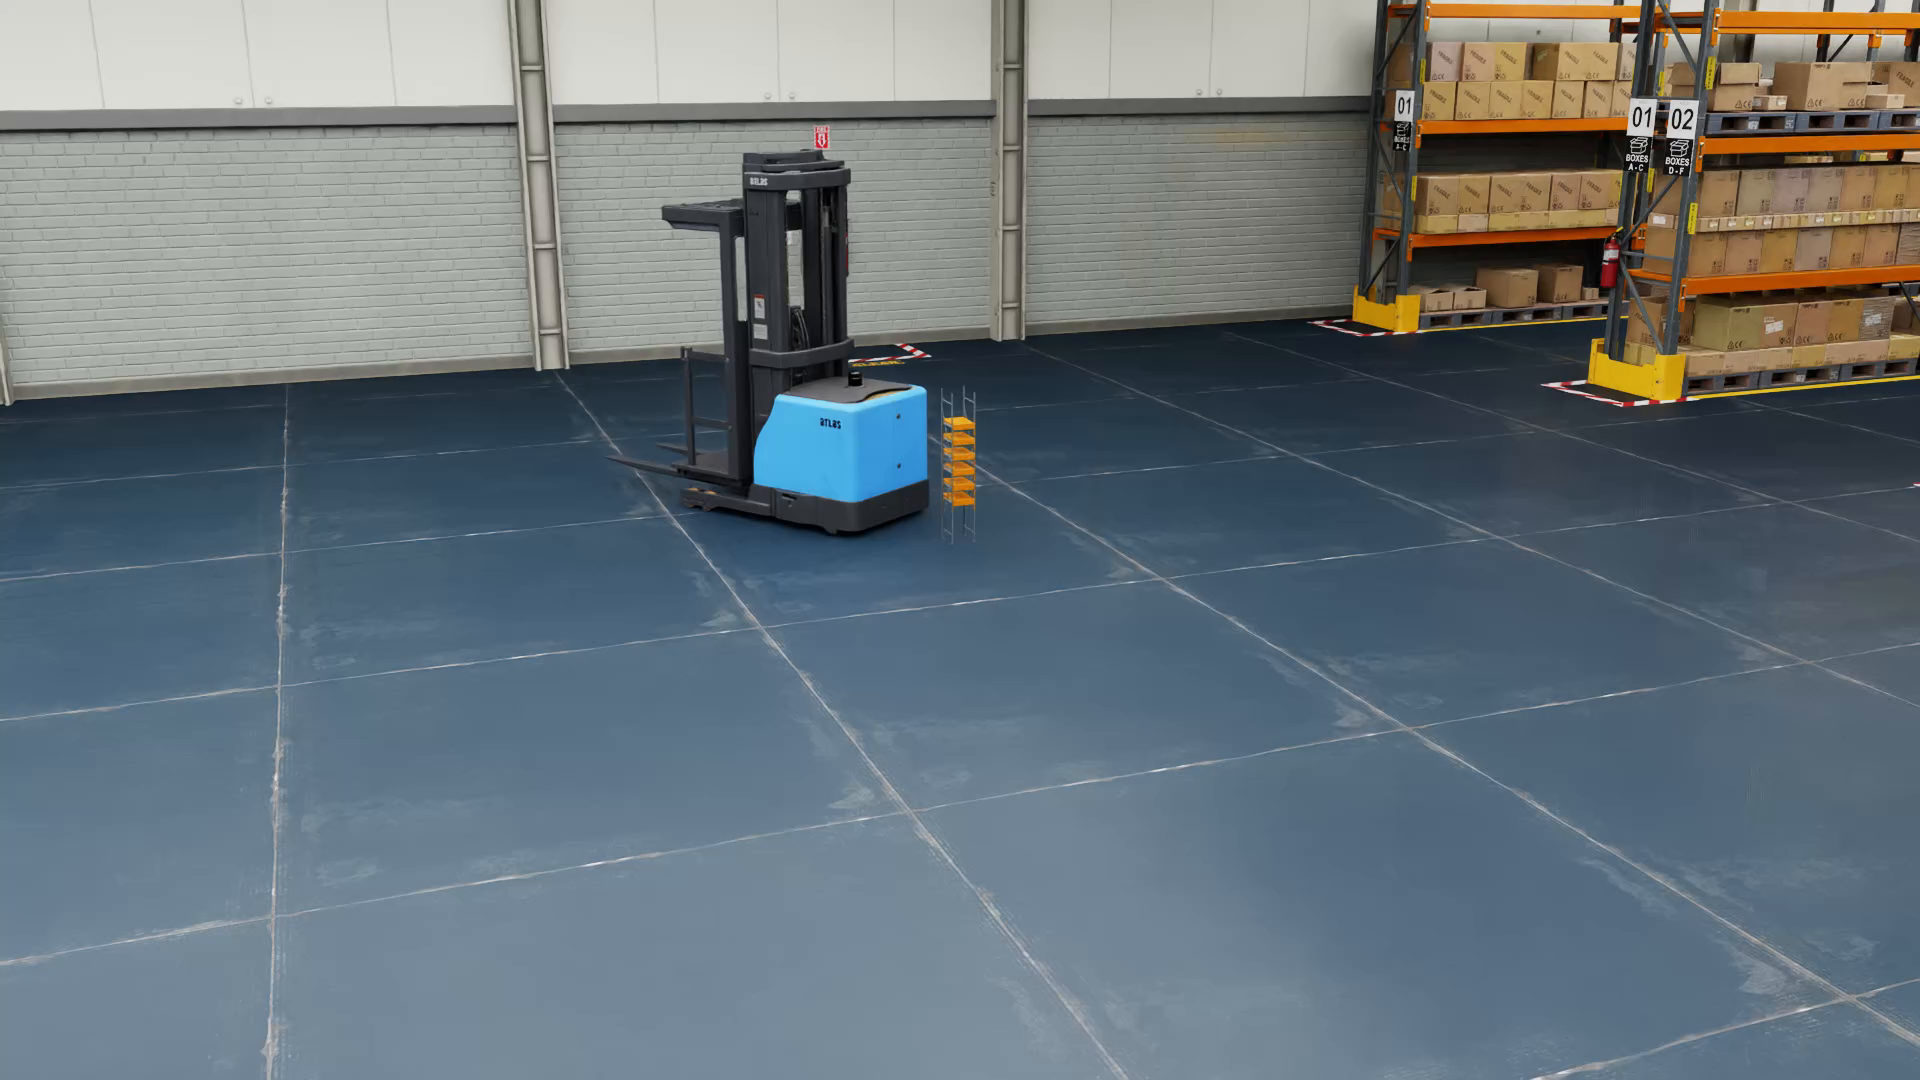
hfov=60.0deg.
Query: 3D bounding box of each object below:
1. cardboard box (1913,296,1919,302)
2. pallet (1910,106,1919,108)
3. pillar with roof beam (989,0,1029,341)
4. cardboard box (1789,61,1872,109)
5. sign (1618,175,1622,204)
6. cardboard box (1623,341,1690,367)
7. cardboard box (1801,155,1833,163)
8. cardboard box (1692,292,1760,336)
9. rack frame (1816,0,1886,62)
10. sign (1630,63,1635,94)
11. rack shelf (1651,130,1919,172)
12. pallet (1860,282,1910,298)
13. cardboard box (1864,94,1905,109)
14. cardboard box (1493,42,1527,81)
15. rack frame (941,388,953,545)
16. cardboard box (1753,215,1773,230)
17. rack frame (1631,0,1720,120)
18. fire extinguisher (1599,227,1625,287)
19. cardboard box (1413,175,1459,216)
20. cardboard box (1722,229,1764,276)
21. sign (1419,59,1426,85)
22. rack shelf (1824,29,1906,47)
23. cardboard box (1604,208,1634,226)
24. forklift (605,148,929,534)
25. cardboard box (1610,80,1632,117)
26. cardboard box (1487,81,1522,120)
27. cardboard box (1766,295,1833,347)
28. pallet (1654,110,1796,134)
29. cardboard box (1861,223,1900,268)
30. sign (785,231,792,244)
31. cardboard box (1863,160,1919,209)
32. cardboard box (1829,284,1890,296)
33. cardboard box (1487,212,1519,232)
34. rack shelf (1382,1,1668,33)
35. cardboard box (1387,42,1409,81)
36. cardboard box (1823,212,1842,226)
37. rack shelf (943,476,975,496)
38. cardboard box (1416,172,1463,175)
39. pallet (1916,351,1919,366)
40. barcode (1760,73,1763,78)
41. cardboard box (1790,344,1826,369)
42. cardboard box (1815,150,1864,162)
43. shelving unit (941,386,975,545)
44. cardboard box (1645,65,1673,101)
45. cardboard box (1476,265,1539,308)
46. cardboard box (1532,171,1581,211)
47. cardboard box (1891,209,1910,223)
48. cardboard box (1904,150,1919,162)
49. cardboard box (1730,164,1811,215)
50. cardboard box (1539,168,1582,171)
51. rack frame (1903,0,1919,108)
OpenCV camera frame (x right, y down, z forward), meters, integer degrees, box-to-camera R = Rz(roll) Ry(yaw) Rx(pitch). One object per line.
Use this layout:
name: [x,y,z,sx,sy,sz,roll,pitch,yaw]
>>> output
cardboard box: [12.163,-2.868,20.681,0.500,0.311,0.500,-6,17,-19]
pallet: [13.945,-6.680,25.534,1.003,0.211,1.213,-5,17,-18]
pillar with roof beam: [2.174,-5.885,17.168,0.400,9.000,9.100,-6,17,-20]
cardboard box: [9.821,-5.171,18.883,0.637,0.503,0.797,-4,17,-14]
sign: [7.487,-3.957,18.773,0.005,0.325,0.100,-6,17,-20]
cardboard box: [8.063,-2.157,19.255,0.500,0.250,0.500,-6,17,-20]
cardboard box: [13.051,-5.780,25.349,0.250,0.149,0.380,-9,18,-27]
cardboard box: [8.991,-2.622,19.508,0.500,0.500,0.500,-6,17,-20]
rack frame: [13.363,-8.131,24.817,0.127,3.000,1.000,-6,17,-20]
sign: [7.487,-5.113,18.433,0.005,0.325,0.100,-6,17,-20]
rack shelf: [9.536,-4.439,18.844,4.000,0.370,1.077,-6,17,-20]
pallet: [14.126,-3.974,26.258,1.213,0.211,1.003,-6,17,-20]
cardboard box: [10.375,-4.940,18.726,0.250,0.149,0.380,-6,17,-20]
cardboard box: [7.300,-6.490,22.562,0.500,0.500,0.500,-6,17,-19]
rack frame: [-0.099,-0.565,12.893,0.006,1.200,0.240,-6,17,-20]
cardboard box: [8.827,-3.562,18.577,0.250,0.149,0.380,-6,18,-21]
rack frame: [7.668,-6.022,17.633,0.127,3.000,1.000,-6,17,-20]
fire extinguisher: [7.392,-3.216,18.865,0.183,0.674,0.296,-6,17,-20]
cardboard box: [6.446,-4.713,22.722,0.500,0.500,0.500,-6,17,-20]
cardboard box: [8.598,-3.289,18.798,0.500,0.500,0.700,-6,17,-19]
sign: [6.087,-6.162,21.883,0.005,0.325,0.100,-6,17,-20]
rack shelf: [15.230,-7.796,25.661,4.000,0.370,1.077,-6,17,-20]
cardboard box: [9.294,-4.660,23.873,0.500,0.250,0.500,-6,17,-20]
forklift: [-1.745,-1.759,13.886,3.031,2.935,1.130,12,20,34]
cardboard box: [9.242,-6.230,23.453,0.500,0.500,0.500,-6,17,-19]
cardboard box: [7.292,-6.009,22.701,0.500,0.500,0.500,-5,17,-18]
cardboard box: [9.650,-2.531,19.198,0.500,0.500,0.500,-6,17,-20]
pallet: [8.338,-4.605,18.288,1.213,0.211,1.003,-6,17,-20]
cardboard box: [10.501,-3.493,19.493,0.500,0.500,0.700,-6,18,-21]
sign: [-2.241,-3.889,20.954,0.234,0.329,0.001,-6,17,-20]
cardboard box: [10.991,-4.171,19.497,0.500,0.500,0.700,-6,17,-20]
cardboard box: [10.858,-2.824,20.195,0.500,0.500,0.500,-6,17,-20]
cardboard box: [7.419,-4.455,23.177,0.500,0.250,0.500,-6,18,-21]
rack shelf: [7.760,-7.180,22.858,4.000,0.370,1.077,-6,17,-20]
cardboard box: [6.201,-6.535,22.717,0.500,0.500,0.500,-5,17,-18]
cardboard box: [9.793,-3.667,18.932,0.250,0.149,0.380,-6,17,-18]
rack shelf: [-0.014,-0.416,12.971,0.180,0.103,0.258,-6,17,-20]
cardboard box: [6.730,-4.895,23.344,0.500,0.500,0.500,-6,17,-19]
pallet: [12.078,-2.293,20.532,1.213,0.211,1.003,-6,17,-20]
barcode: [12.148,-7.042,25.226,0.075,0.075,0.001,-6,17,-20]
cardboard box: [9.650,-2.172,19.305,0.500,0.250,0.500,-6,17,-20]
cardboard box: [13.693,-5.927,25.885,0.500,0.250,0.500,-6,17,-19]
shelving unit: [-0.014,-0.574,12.924,0.189,1.200,0.258,-6,17,-20]
cardboard box: [10.167,-6.572,23.909,0.500,0.500,0.500,-4,17,-12]
cardboard box: [7.806,-3.622,23.765,0.500,0.500,0.700,-7,18,-24]
cardboard box: [8.359,-4.918,23.422,0.500,0.500,0.500,-7,18,-22]
cardboard box: [10.751,-3.770,19.285,0.250,0.149,0.380,-7,18,-22]
cardboard box: [14.846,-5.897,25.783,0.500,0.250,0.500,-6,17,-20]
cardboard box: [9.118,-3.968,18.808,0.500,0.500,0.700,-6,17,-20]
cardboard box: [8.629,-5.103,24.053,0.500,0.500,0.500,-6,17,-20]
rack frame: [11.404,-6.425,19.006,0.127,3.000,1.000,-6,17,-20]
